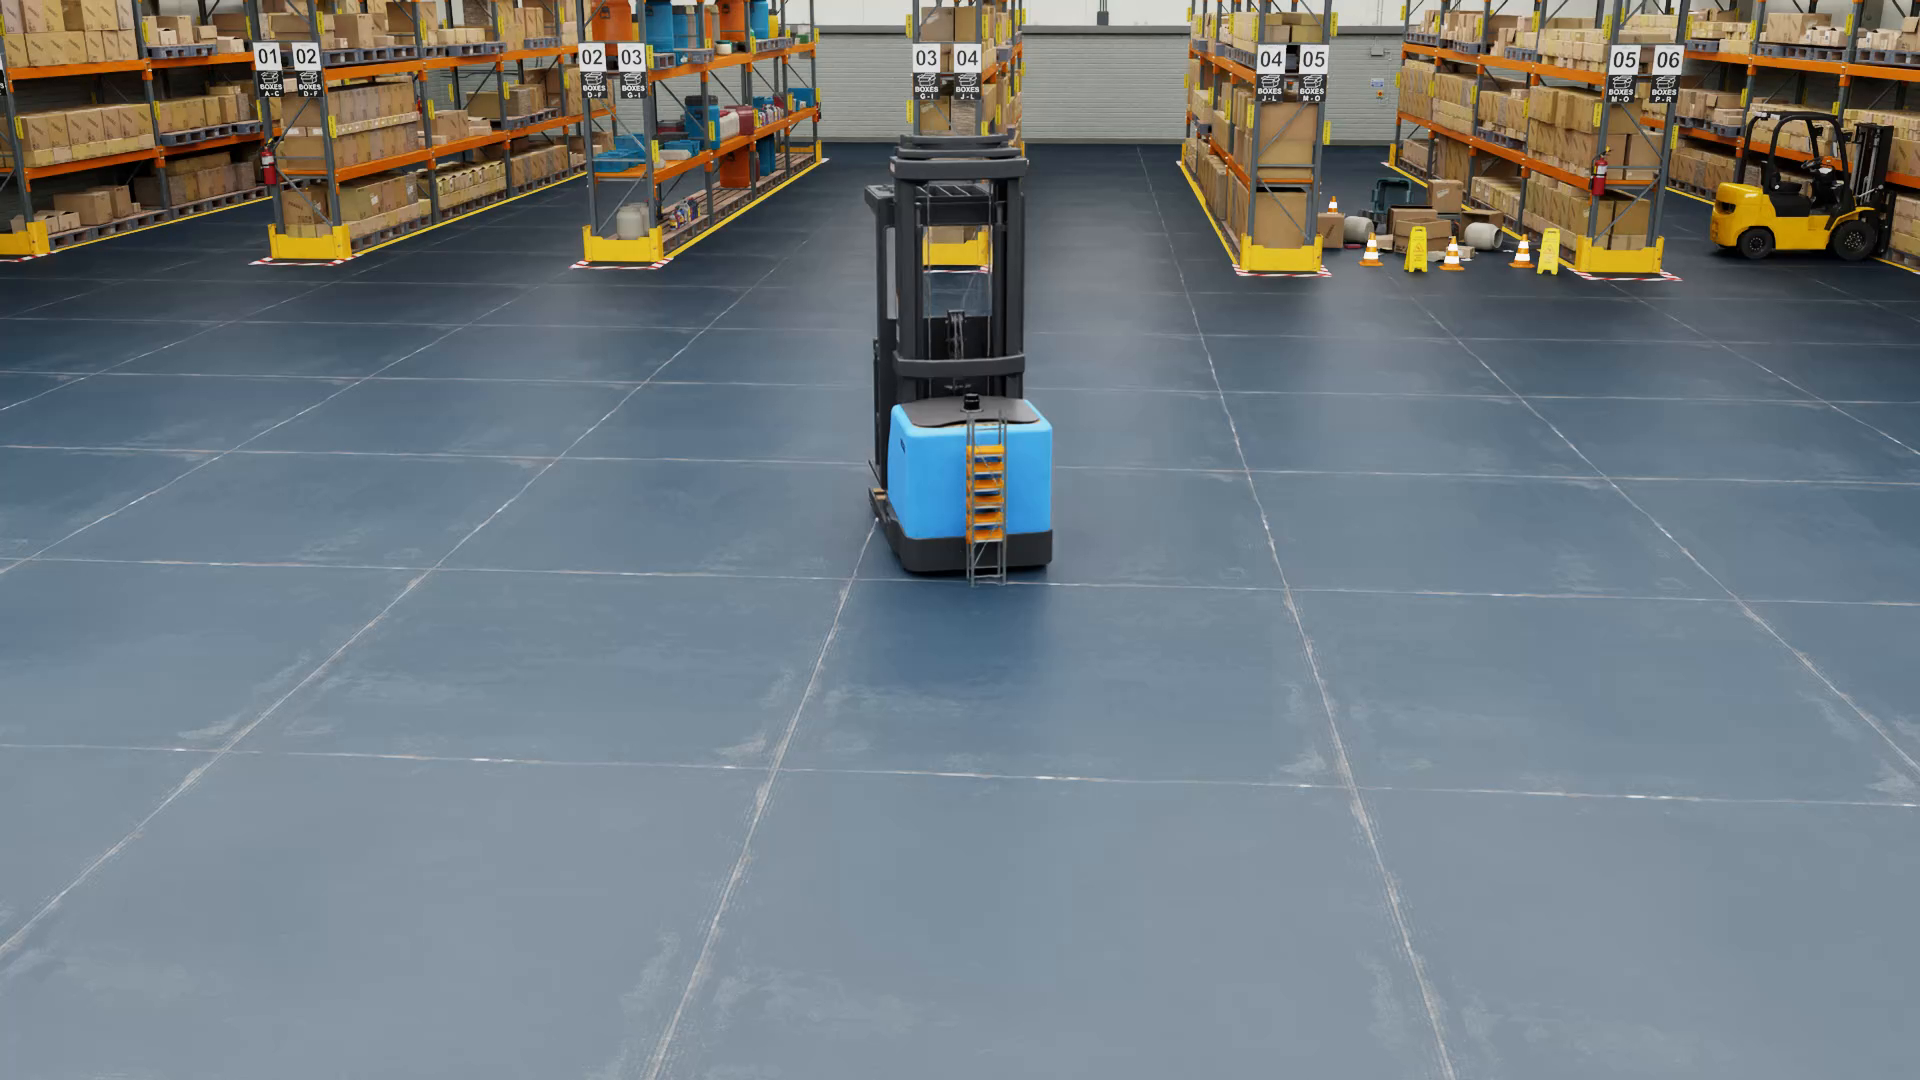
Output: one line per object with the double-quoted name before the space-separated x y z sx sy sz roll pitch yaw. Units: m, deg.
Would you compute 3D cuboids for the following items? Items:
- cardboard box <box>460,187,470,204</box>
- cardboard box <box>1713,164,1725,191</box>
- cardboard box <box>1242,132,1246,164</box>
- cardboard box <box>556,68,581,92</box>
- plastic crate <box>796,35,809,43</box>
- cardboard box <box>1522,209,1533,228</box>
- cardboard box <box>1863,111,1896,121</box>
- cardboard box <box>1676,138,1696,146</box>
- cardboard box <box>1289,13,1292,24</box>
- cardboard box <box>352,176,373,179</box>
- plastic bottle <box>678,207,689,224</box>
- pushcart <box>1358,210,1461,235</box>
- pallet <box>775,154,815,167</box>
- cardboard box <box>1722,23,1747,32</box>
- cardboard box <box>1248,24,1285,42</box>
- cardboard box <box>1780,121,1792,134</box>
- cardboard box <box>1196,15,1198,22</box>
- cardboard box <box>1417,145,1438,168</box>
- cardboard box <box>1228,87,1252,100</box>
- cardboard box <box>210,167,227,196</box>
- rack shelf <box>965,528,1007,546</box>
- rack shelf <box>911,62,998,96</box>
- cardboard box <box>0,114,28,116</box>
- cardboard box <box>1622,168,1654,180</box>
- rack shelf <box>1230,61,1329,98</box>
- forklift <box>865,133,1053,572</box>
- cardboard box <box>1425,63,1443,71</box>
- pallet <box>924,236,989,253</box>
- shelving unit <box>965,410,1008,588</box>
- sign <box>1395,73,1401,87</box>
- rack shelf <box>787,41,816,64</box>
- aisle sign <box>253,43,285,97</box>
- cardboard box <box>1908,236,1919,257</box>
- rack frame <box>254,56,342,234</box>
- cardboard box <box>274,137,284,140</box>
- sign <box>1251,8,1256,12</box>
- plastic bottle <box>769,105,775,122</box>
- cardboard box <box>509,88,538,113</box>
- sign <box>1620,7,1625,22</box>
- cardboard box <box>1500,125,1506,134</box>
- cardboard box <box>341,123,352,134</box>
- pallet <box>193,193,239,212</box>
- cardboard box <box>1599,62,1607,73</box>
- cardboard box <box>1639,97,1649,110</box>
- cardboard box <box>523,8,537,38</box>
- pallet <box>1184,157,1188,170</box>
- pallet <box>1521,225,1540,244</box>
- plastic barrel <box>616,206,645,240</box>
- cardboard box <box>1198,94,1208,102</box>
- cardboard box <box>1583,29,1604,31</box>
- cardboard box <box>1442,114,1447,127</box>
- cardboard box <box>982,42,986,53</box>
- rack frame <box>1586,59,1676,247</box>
"cardboard box" -9.429 -6.401 30.883 0.500 0.250 0.500 1 18 2
"cardboard box" 15.088 -7.061 32.496 0.500 0.500 0.500 1 18 3
"cardboard box" 4.917 -6.158 26.158 0.875 0.550 0.500 1 18 4
"cardboard box" -8.853 -10.377 37.507 0.500 0.500 0.500 1 18 2
"plastic crate" -3.763 -11.696 38.824 0.450 0.188 0.336 1 18 4
"cardboard box" 9.676 -5.341 27.648 0.500 0.250 0.500 0 18 1
"cardboard box" 14.682 -6.758 26.550 0.380 0.149 0.250 1 18 3
"cardboard box" 15.282 -8.355 34.924 0.380 0.149 0.250 1 18 3
"cardboard box" 5.190 -7.886 25.142 0.380 0.149 0.250 1 18 3
"cardboard box" -10.195 -5.871 28.059 0.500 0.500 0.500 1 18 4
"plastic bottle" -4.648 -5.455 27.922 0.152 0.276 0.135 2 18 5
"pushcart" 7.710 -5.415 28.342 1.648 0.377 0.936 -5 19 -15
"pallet" -4.075 -9.104 39.868 1.003 0.211 1.213 1 18 4
"cardboard box" 15.048 -9.960 32.306 0.380 0.149 0.250 1 18 4
"cardboard box" 4.549 -7.519 24.662 0.500 0.250 0.500 1 18 4
"cardboard box" 14.846 -7.315 29.369 0.500 0.250 0.500 2 18 5
"cardboard box" 5.431 -11.555 36.851 0.380 0.149 0.250 1 18 3
"cardboard box" 10.777 -8.563 37.179 0.875 0.438 0.875 1 18 2
"cardboard box" 5.182 -7.855 29.812 0.700 0.500 0.500 1 18 3
"cardboard box" -14.592 -6.905 31.986 0.700 0.500 0.500 1 18 4
"rack shelf" 0.180 -0.004 11.421 0.258 0.103 0.180 -3 18 -10
"rack shelf" -0.040 -7.309 26.250 1.077 0.370 4.000 1 18 4
"cardboard box" -15.138 -6.538 26.563 0.500 0.500 0.500 2 18 5
"cardboard box" 9.932 -5.365 24.382 0.380 0.149 0.250 1 18 4
"rack shelf" 4.900 -7.167 25.817 1.077 0.370 4.000 1 18 4
"forklift" -0.112 -1.591 12.572 1.130 2.935 3.031 -3 18 -10
"cardboard box" 10.403 -10.358 36.409 0.380 0.149 0.250 1 18 3
"pallet" -0.085 -4.554 25.983 1.003 0.211 1.213 1 18 4
"shelving unit" 0.180 -0.274 11.333 0.258 1.200 0.189 -3 18 -10
"sign" 10.295 -10.816 39.096 0.100 0.325 0.005 1 18 4
"rack shelf" -4.120 -11.147 37.962 1.077 0.370 4.000 1 18 4
"aisle sign" -10.362 -7.048 24.941 0.394 0.787 0.004 1 18 4
"cardboard box" 14.370 -4.319 24.530 0.500 0.250 0.500 1 18 4
"rack frame" -10.064 -5.827 25.388 1.000 3.000 0.127 1 18 4
"cardboard box" -14.179 -8.096 35.092 0.750 0.750 0.750 1 18 4
"sign" 6.170 -11.036 35.007 0.100 0.325 0.005 1 18 4
"plastic bottle" -4.016 -9.068 35.360 0.144 0.351 0.185 1 18 4
"cardboard box" -9.269 -9.251 35.002 0.700 0.500 0.500 -3 18 -10
"sign" 15.258 -12.096 38.299 0.100 0.325 0.005 1 18 4
"cardboard box" 9.901 -7.350 29.767 0.380 0.149 0.250 2 18 6
"cardboard box" -9.786 -6.459 26.116 0.380 0.149 0.250 1 18 4
"pallet" -14.580 -6.475 31.845 1.003 0.211 1.213 1 18 4
"cardboard box" 9.447 -6.806 23.964 0.380 0.149 0.250 1 18 4
"cardboard box" 15.413 -9.705 36.986 0.500 0.250 0.500 1 18 2
"cardboard box" -9.339 -10.911 35.091 0.600 0.600 0.600 1 18 3
"pallet" 5.804 -8.831 39.036 1.003 0.211 1.213 1 18 4
"pallet" 9.975 -5.091 27.621 1.003 0.211 1.213 1 18 4
"plastic barrel" -5.153 -4.938 25.998 0.421 0.512 0.421 0 18 0
"cardboard box" 5.022 -8.955 33.708 0.380 0.149 0.250 2 18 6
"cardboard box" 10.132 -8.046 26.466 0.380 0.149 0.250 2 18 5
"cardboard box" 10.178 -8.589 34.058 0.500 0.250 0.500 1 18 3
"cardboard box" 0.182 -7.307 24.688 0.380 0.149 0.250 2 18 5
"rack frame" 9.701 -5.383 24.035 1.000 3.000 0.127 1 18 4
